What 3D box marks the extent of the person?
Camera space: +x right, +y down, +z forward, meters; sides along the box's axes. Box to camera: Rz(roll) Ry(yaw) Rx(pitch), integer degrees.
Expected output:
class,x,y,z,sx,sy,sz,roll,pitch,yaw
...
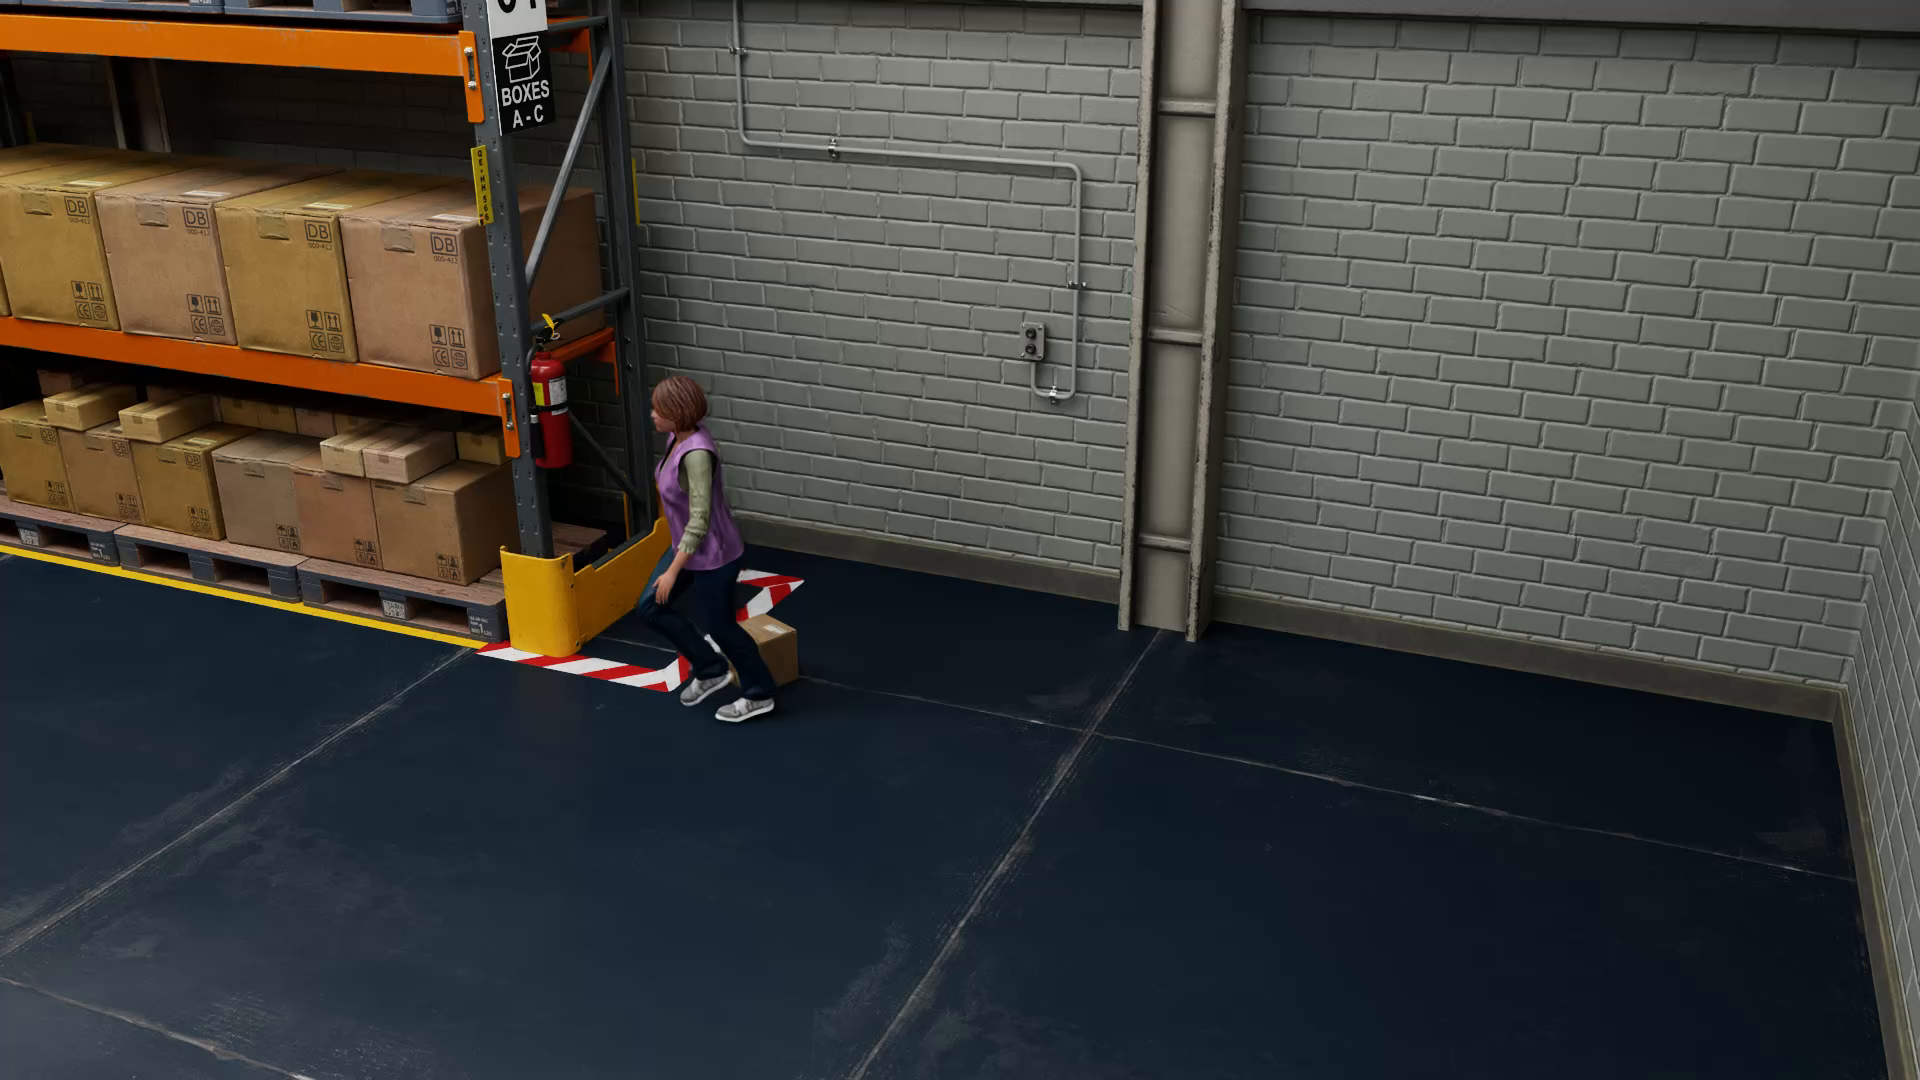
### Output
class,x,y,z,sx,sy,sz,roll,pitch,yaw
person,-1.067,0.062,6.967,0.568,1.569,0.540,-9,24,-21
